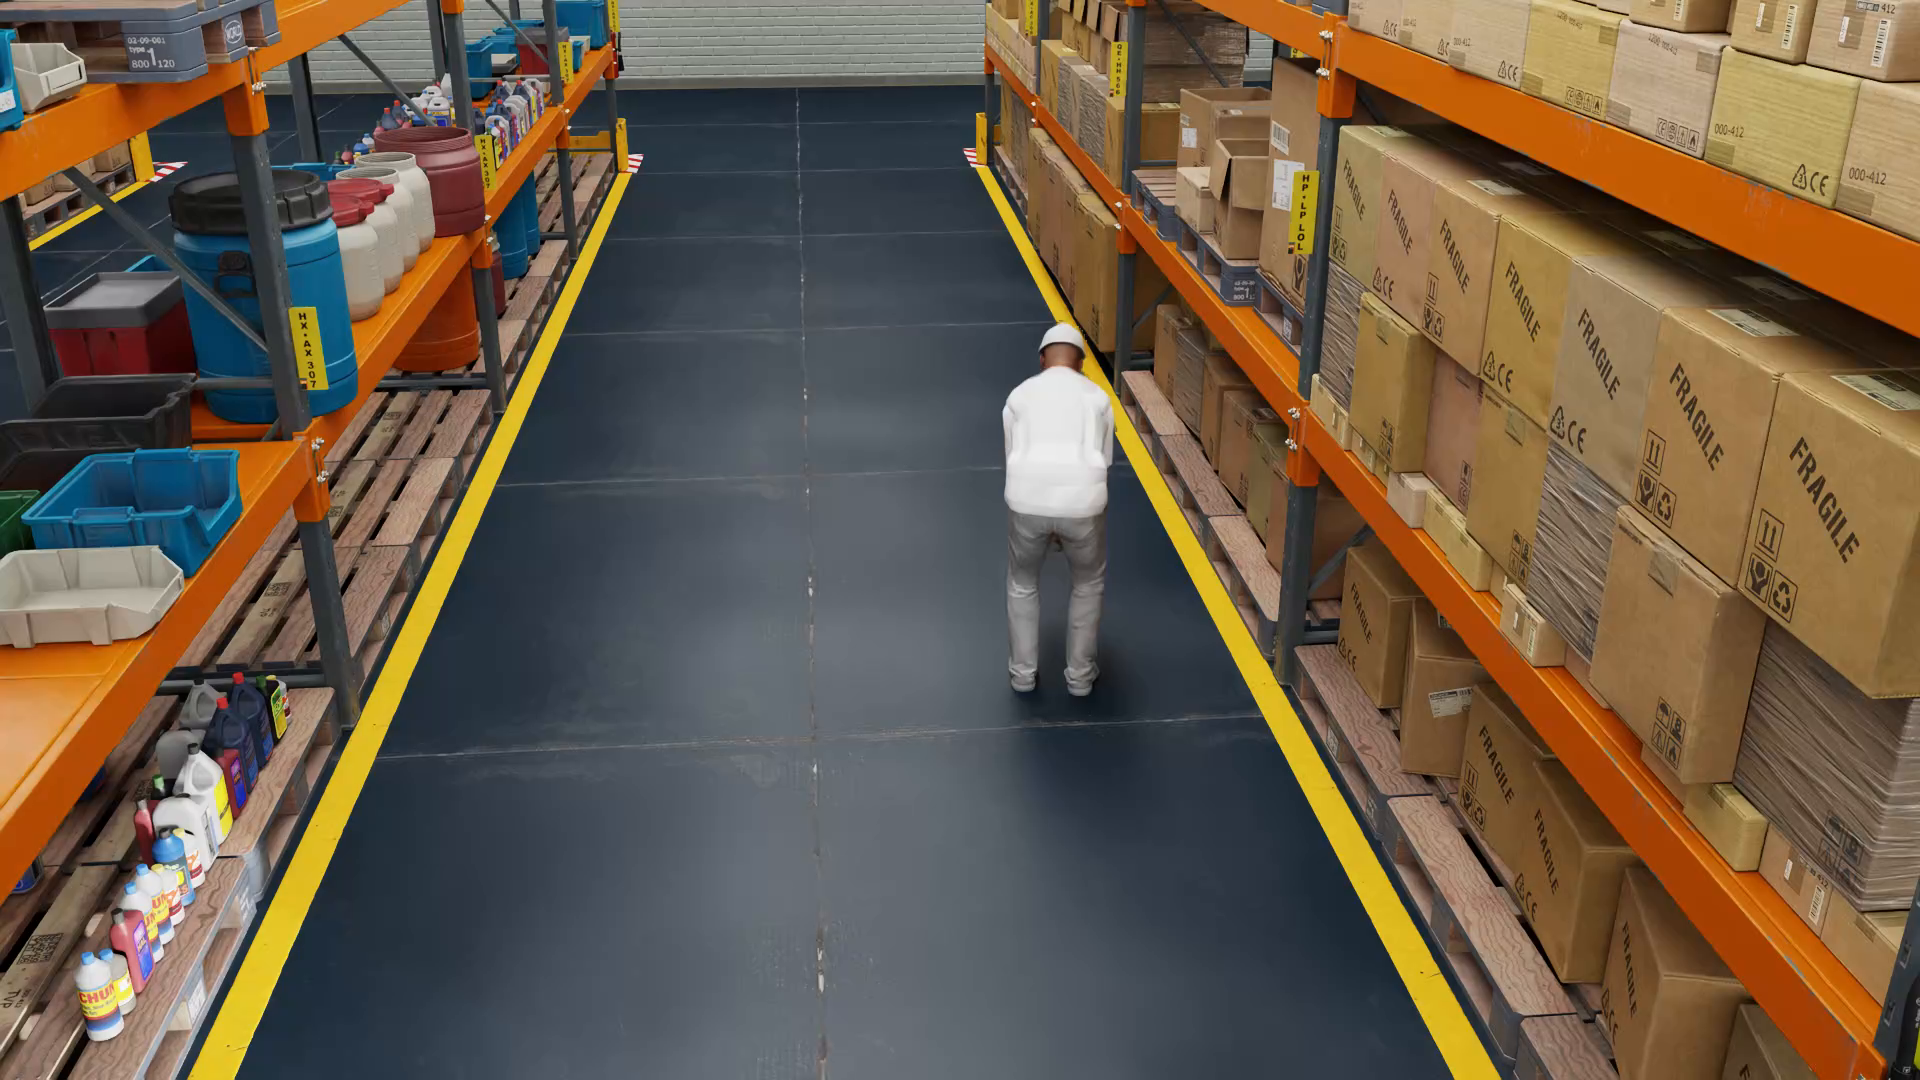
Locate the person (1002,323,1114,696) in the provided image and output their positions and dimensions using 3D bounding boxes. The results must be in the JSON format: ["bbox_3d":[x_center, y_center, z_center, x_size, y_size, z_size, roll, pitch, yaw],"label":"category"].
[{"bbox_3d":[0.416,-0.139,7.232,0.476,1.489,0.843,3,24,6],"label":"person"}]
